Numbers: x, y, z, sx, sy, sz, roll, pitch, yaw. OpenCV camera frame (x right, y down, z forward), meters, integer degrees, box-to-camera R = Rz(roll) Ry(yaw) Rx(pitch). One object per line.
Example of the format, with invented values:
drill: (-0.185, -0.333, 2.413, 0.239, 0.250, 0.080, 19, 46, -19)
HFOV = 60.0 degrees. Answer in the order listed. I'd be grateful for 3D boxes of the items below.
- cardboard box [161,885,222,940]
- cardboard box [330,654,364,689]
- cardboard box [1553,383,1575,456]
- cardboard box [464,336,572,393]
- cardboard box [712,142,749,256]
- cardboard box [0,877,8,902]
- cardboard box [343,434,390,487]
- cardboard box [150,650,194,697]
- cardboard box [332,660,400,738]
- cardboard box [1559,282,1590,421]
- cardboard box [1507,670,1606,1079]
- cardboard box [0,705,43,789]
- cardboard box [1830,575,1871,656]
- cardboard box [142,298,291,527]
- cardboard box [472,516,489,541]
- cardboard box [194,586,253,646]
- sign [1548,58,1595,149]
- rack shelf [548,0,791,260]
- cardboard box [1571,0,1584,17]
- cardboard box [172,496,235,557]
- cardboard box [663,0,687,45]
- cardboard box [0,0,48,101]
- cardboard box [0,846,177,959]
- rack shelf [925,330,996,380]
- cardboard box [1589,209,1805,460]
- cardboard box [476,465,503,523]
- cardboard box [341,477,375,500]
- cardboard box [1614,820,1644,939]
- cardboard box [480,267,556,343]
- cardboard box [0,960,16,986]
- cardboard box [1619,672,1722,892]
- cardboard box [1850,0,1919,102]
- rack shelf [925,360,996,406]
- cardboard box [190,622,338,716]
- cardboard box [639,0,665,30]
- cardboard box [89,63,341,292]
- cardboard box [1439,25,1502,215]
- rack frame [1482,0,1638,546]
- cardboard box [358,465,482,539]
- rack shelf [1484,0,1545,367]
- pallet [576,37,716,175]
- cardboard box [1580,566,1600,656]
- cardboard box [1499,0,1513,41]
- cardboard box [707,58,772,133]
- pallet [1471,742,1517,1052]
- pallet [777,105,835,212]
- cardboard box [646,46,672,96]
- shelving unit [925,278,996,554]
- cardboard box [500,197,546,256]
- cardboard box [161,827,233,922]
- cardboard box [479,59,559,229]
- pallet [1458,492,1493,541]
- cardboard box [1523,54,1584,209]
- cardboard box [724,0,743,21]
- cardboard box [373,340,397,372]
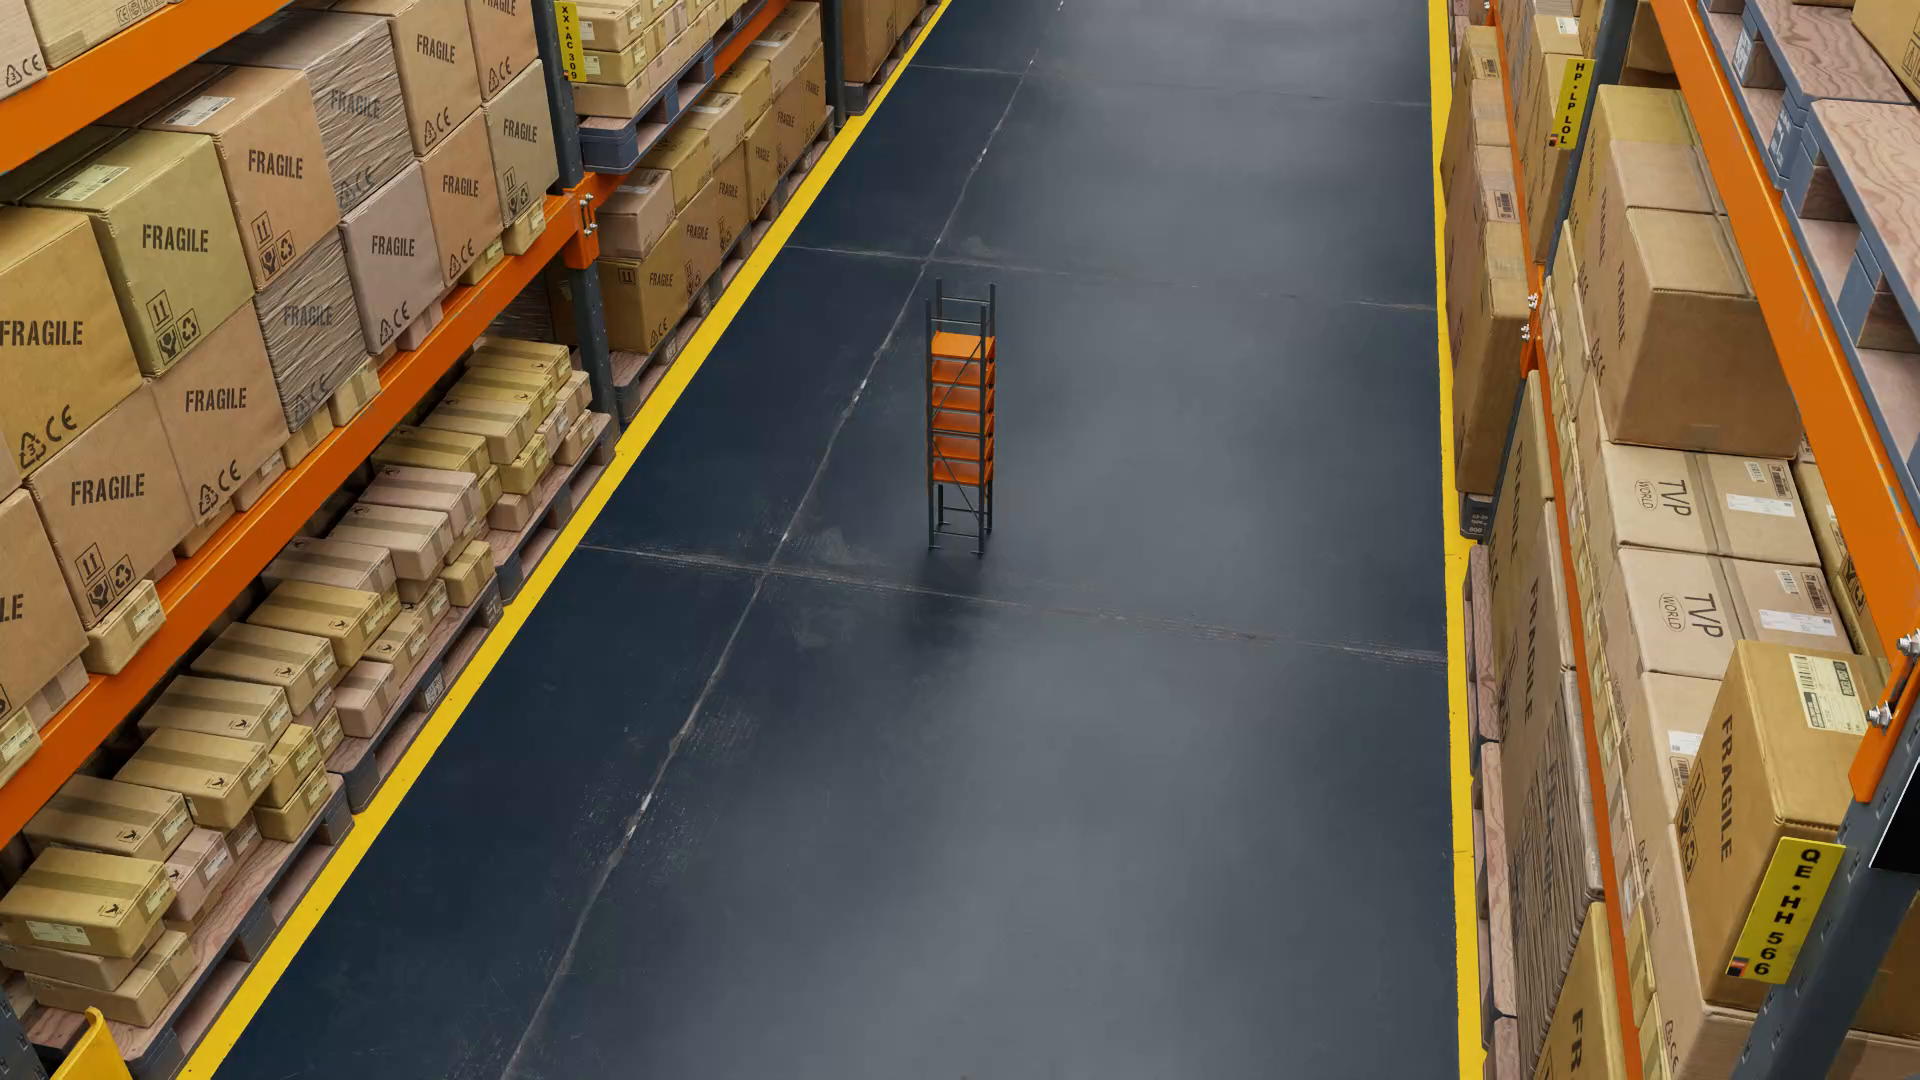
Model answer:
cardboard box: (-2.568, 1.126, 5.212, 0.380, 0.149, 0.250, 7, 37, 10)
cardboard box: (-2.384, 0.398, 5.963, 0.380, 0.149, 0.250, 9, 37, 12)
cardboard box: (2.156, -0.369, 5.417, 0.380, 0.149, 0.250, 6, 36, 9)
cardboard box: (-1.935, -0.751, 7.295, 0.380, 0.149, 0.250, 8, 37, 11)
cardboard box: (-1.487, -1.885, 9.067, 0.500, 0.500, 0.500, 8, 37, 11)
cardboard box: (-3.134, 1.088, 5.011, 0.380, 0.149, 0.250, 6, 36, 9)
cardboard box: (-2.546, -0.362, 6.758, 0.380, 0.149, 0.250, 6, 36, 9)
cardboard box: (-2.927, 0.491, 5.835, 0.380, 0.149, 0.250, 8, 37, 11)
cardboard box: (-2.260, 0.560, 5.993, 0.380, 0.149, 0.250, 6, 36, 8)
cardboard box: (2.243, -0.590, 5.383, 0.500, 0.250, 0.500, 7, 37, 10)
cardboard box: (2.109, 1.033, 4.721, 0.875, 0.875, 0.875, 7, 37, 10)
cardboard box: (-2.579, 0.519, 4.192, 0.380, 0.149, 0.250, 7, 37, 10)
cardboard box: (2.437, 0.354, 4.080, 0.500, 0.250, 0.500, 6, 36, 8)
cardboard box: (-2.396, -0.411, 4.922, 0.500, 0.500, 0.500, 8, 37, 11)
cardboard box: (-2.170, -0.045, 6.828, 0.380, 0.149, 0.250, 6, 36, 9)
cardboard box: (-2.777, 0.230, 5.941, 0.380, 0.149, 0.250, 6, 36, 8)
sign: (2.178, -1.551, 5.914, 0.100, 0.325, 0.005, 7, 37, 10)
rack shelf: (-1.687, -2.586, 8.876, 1.077, 0.370, 4.000, 7, 37, 10)
cardboard box: (3.114, -2.616, 7.363, 0.797, 0.503, 0.637, 8, 37, 11)
cardboard box: (-2.452, -0.098, 5.043, 0.380, 0.149, 0.250, 7, 37, 10)
cardboard box: (-1.472, -2.385, 7.587, 0.380, 0.149, 0.250, 8, 37, 11)
cardboard box: (-2.506, -1.118, 3.809, 0.500, 0.250, 0.500, 8, 37, 11)
cardboard box: (-2.524, 1.048, 4.813, 0.380, 0.149, 0.250, 6, 36, 8)
rack shelf: (0.003, -0.750, 6.724, 0.258, 0.103, 0.180, 7, 37, 10)
cardboard box: (2.139, -0.592, 4.746, 0.500, 0.500, 0.500, 6, 36, 8)
cardboard box: (-2.105, -0.203, 6.792, 0.380, 0.149, 0.250, 8, 37, 10)
cardboard box: (-2.547, -0.245, 6.849, 0.380, 0.149, 0.250, 6, 36, 8)
cardboard box: (1.719, 0.804, 3.798, 0.380, 0.149, 0.250, 7, 37, 10)
cardboard box: (-2.202, -1.345, 8.322, 0.500, 0.500, 0.500, 7, 36, 9)
cardboard box: (-3.059, 1.218, 5.084, 0.380, 0.149, 0.250, 8, 37, 11)
cardboard box: (1.809, 0.580, 3.768, 0.500, 0.250, 0.500, 7, 36, 9)
cardboard box: (2.216, -1.139, 3.181, 0.700, 0.500, 0.500, 5, 36, 7)
rack shelf: (0.003, -0.652, 6.795, 0.258, 0.103, 0.180, 7, 37, 10)
cardboard box: (-2.363, 0.436, 5.657, 0.380, 0.149, 0.250, 9, 37, 12)
cardboard box: (-1.527, -2.369, 7.312, 0.380, 0.149, 0.250, 8, 37, 11)
cardboard box: (-2.273, -1.106, 5.029, 0.500, 0.500, 0.500, 6, 36, 8)
cardboard box: (3.397, -2.261, 9.267, 1.225, 0.875, 0.875, 6, 36, 8)
rack frame: (2.710, -1.051, 6.145, 1.000, 3.000, 0.127, 7, 37, 10)
cardboard box: (-2.097, -0.150, 6.466, 0.380, 0.149, 0.250, 6, 36, 8)
rack shelf: (3.137, -1.907, 7.938, 1.077, 0.370, 4.000, 7, 37, 10)
pallet: (-1.808, -2.073, 7.718, 1.003, 0.211, 1.213, 7, 37, 10)
cardboard box: (1.937, 0.222, 4.602, 0.380, 0.149, 0.250, 8, 37, 11)
cardboard box: (3.087, -2.845, 8.534, 0.500, 0.500, 0.500, 6, 36, 9)
cardboard box: (-1.370, -2.481, 9.250, 0.500, 0.250, 0.500, 8, 37, 11)
pallet: (2.213, 1.205, 5.407, 1.003, 0.211, 1.213, 7, 37, 10)
pallet: (-1.428, -2.447, 10.447, 1.003, 0.211, 1.213, 7, 37, 10)
cardboard box: (-1.527, -2.127, 7.485, 0.380, 0.149, 0.250, 8, 37, 11)
shelving unit: (0.003, -0.494, 6.909, 0.258, 1.200, 0.189, 7, 37, 10)
cardboard box: (-1.895, -1.275, 6.667, 0.380, 0.149, 0.250, 6, 36, 9)
cardboard box: (-2.492, 1.008, 5.121, 0.380, 0.149, 0.250, 7, 37, 10)
cardboard box: (-1.941, -1.579, 6.534, 0.500, 0.500, 0.500, 7, 37, 10)
pallet: (2.801, -0.374, 7.586, 1.003, 0.211, 1.213, 7, 37, 10)
cardboard box: (2.656, -1.677, 6.923, 0.500, 0.500, 0.500, 8, 37, 11)
cardboard box: (-1.307, -2.717, 8.299, 0.380, 0.149, 0.250, 7, 36, 9)
cardboard box: (-2.225, -0.686, 5.854, 0.380, 0.149, 0.250, 7, 36, 9)
